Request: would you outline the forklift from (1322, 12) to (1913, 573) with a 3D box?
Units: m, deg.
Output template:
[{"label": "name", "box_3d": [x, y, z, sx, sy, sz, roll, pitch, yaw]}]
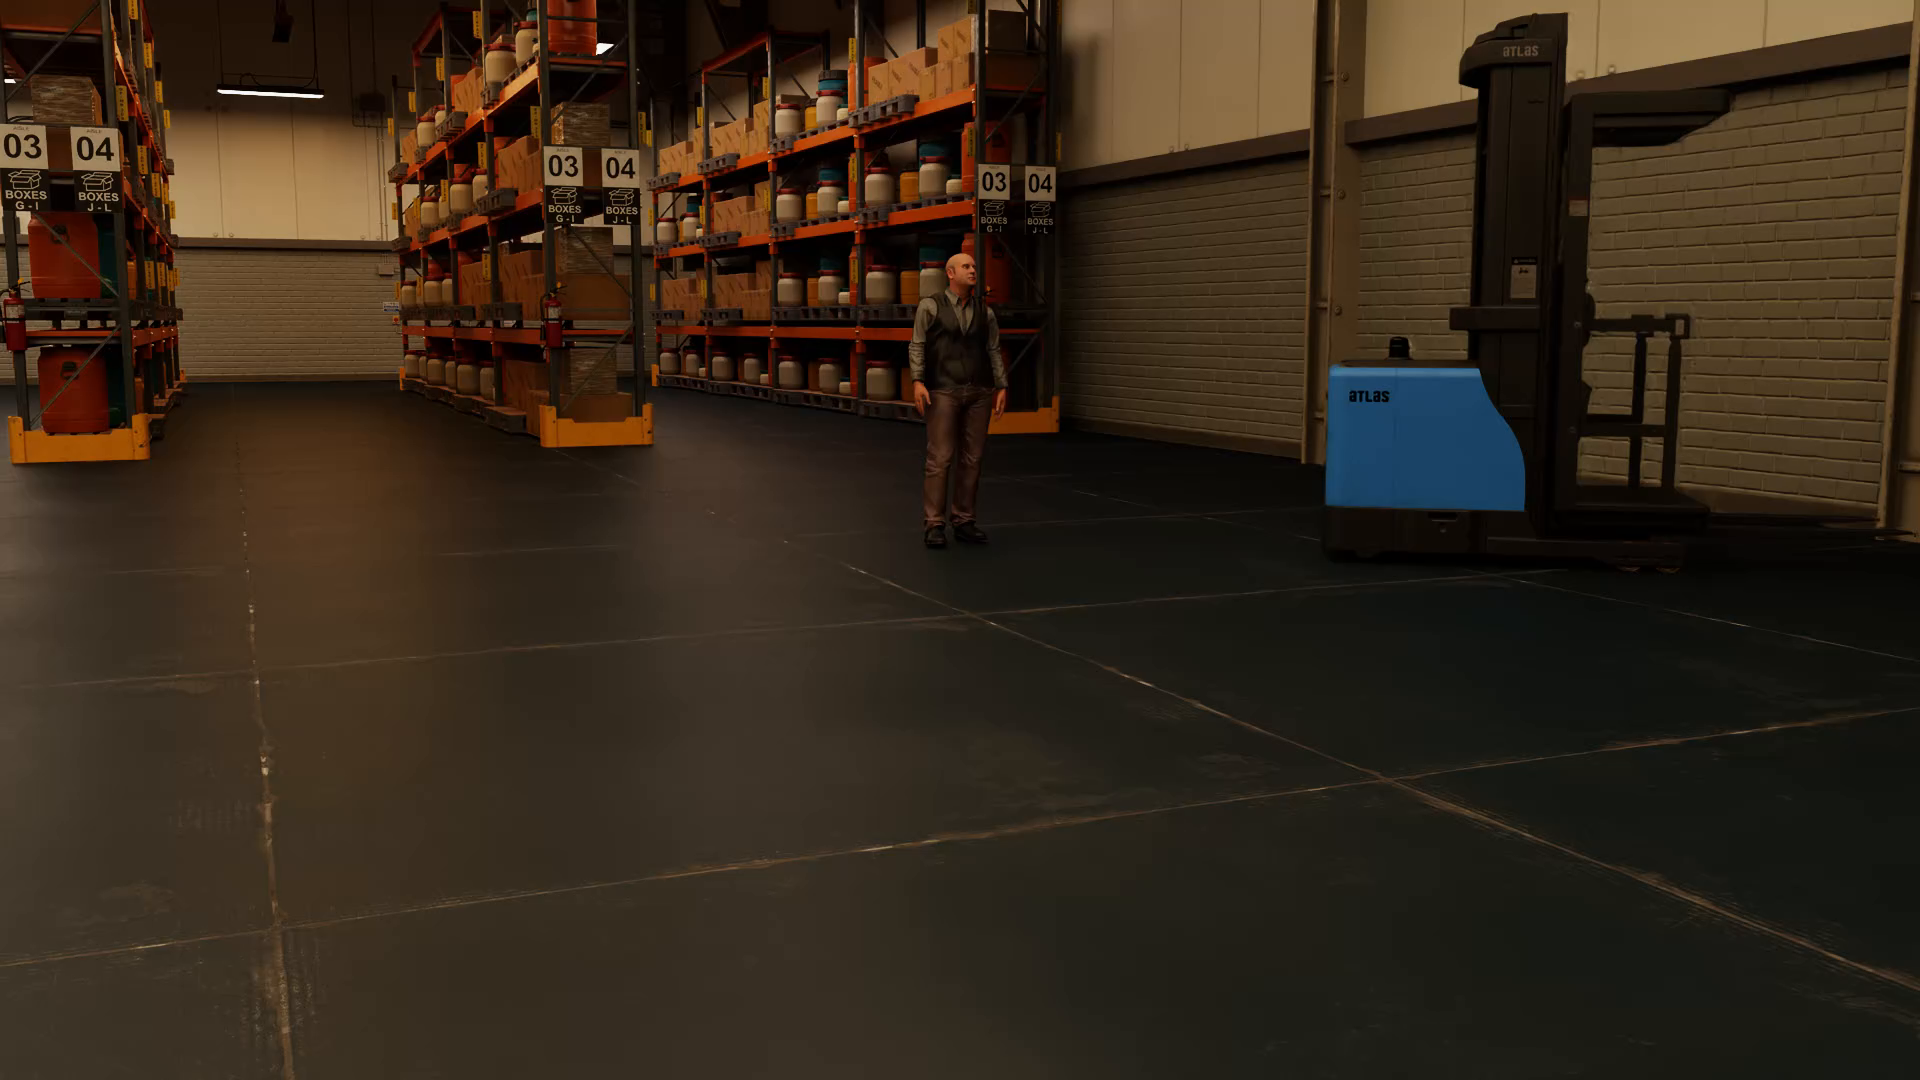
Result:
[{"label": "forklift", "box_3d": [3.594, -1.353, 9.205, 3.031, 2.935, 1.130, 2, 8, 12]}]

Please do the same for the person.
[{"label": "person", "box_3d": [0.021, -0.852, 9.973, 0.632, 1.720, 0.552, -3, 8, -23]}]
